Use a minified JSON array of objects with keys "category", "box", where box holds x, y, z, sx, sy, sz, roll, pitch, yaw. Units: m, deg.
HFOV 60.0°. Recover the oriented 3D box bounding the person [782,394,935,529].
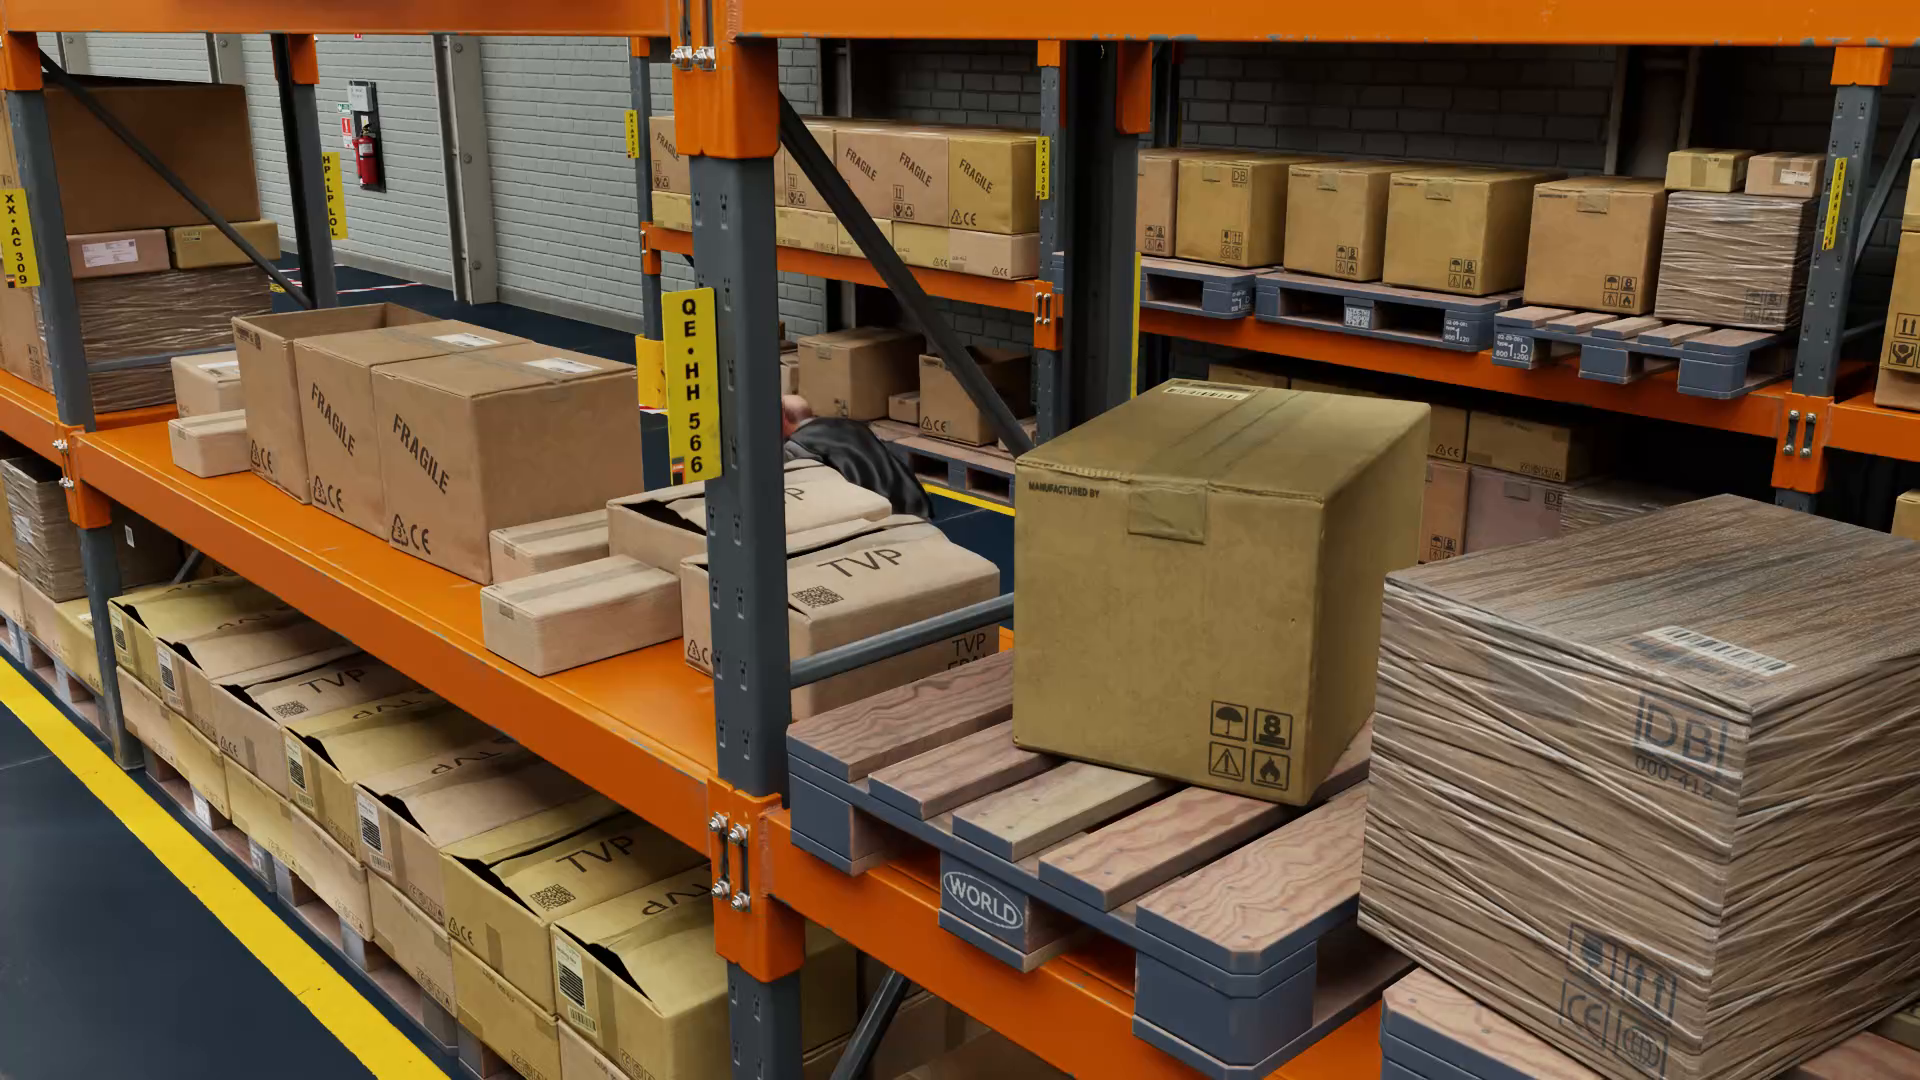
[{"category":"person","box":[-0.524,-0.074,7.415,0.560,1.083,0.827,-16,23,-41]}]
